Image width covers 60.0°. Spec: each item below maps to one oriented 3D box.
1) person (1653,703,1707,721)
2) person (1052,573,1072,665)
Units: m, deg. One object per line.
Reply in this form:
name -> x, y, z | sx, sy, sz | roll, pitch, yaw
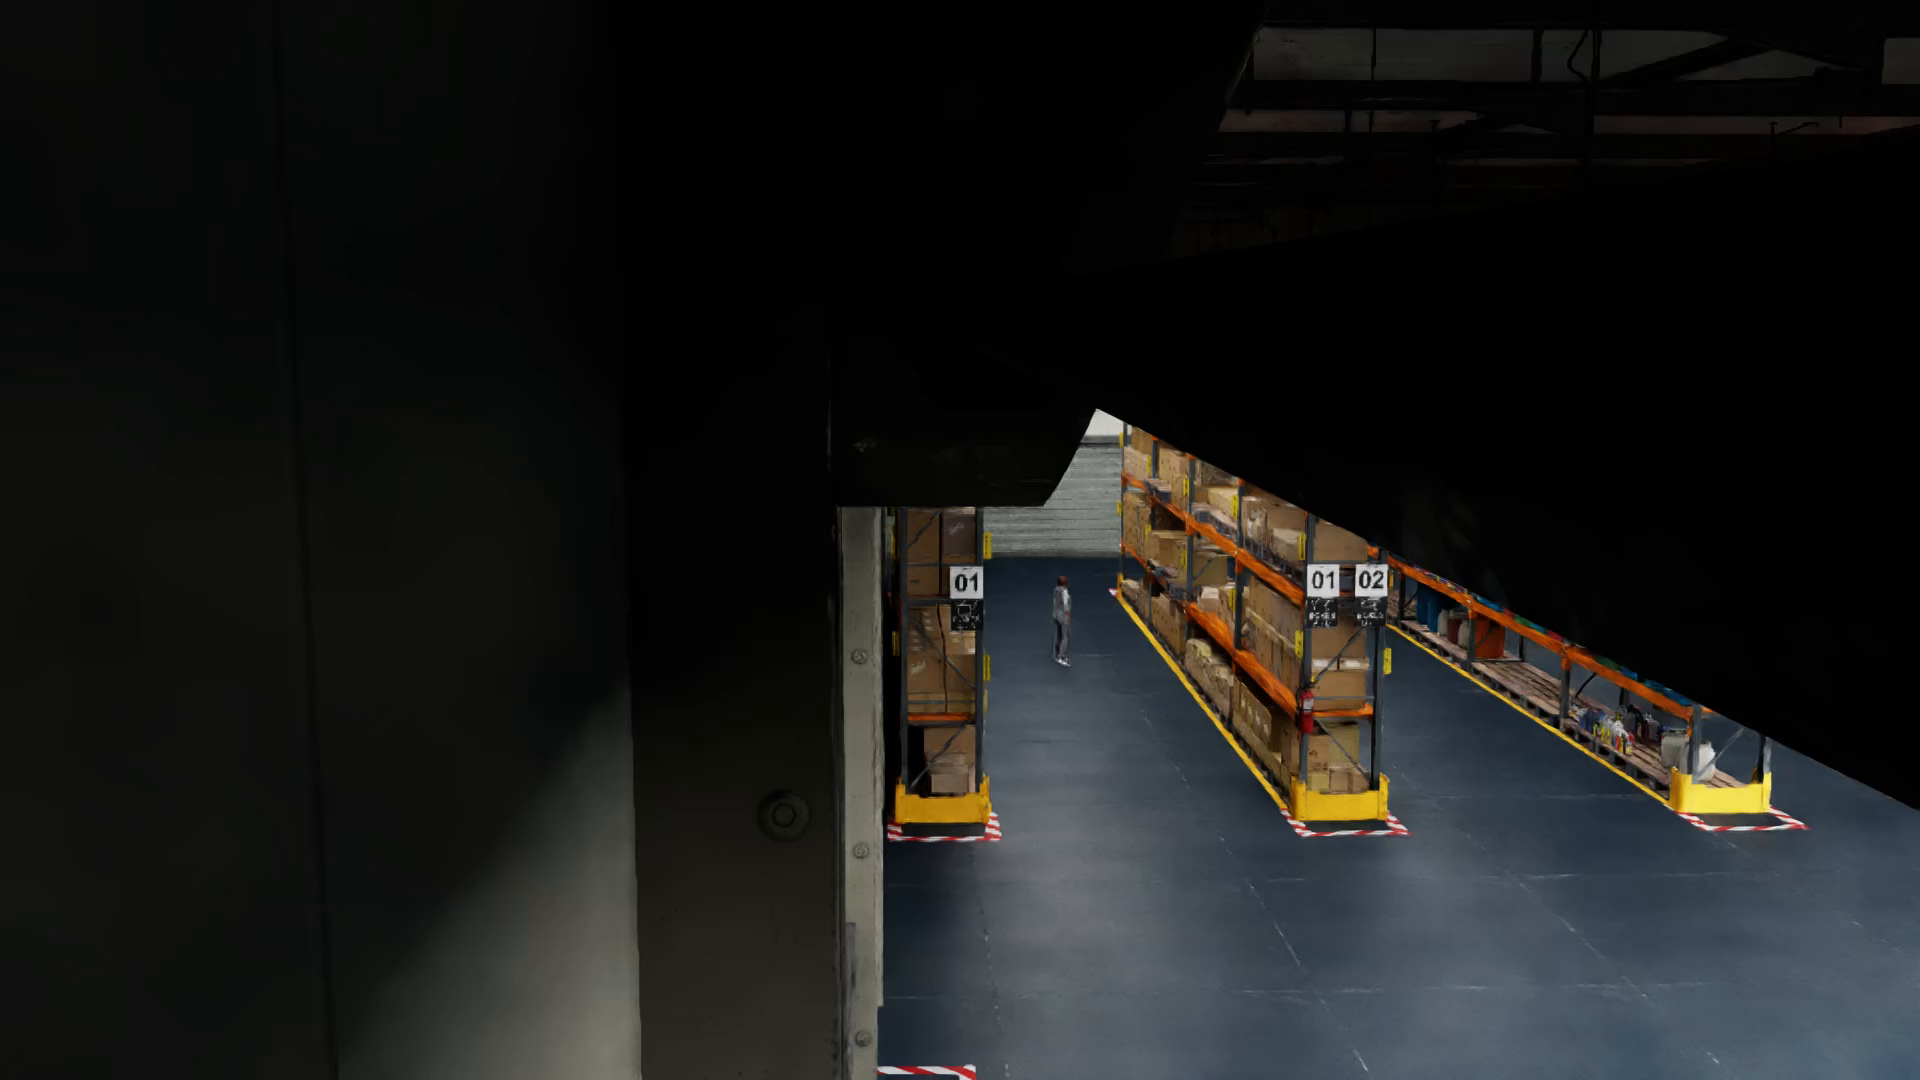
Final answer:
person -> 11.058, 1.882, 25.565 | 0.557, 1.705, 1.116 | -1, 8, -4
person -> 1.822, 1.410, 29.566 | 0.349, 1.641, 0.477 | -5, 9, -31
